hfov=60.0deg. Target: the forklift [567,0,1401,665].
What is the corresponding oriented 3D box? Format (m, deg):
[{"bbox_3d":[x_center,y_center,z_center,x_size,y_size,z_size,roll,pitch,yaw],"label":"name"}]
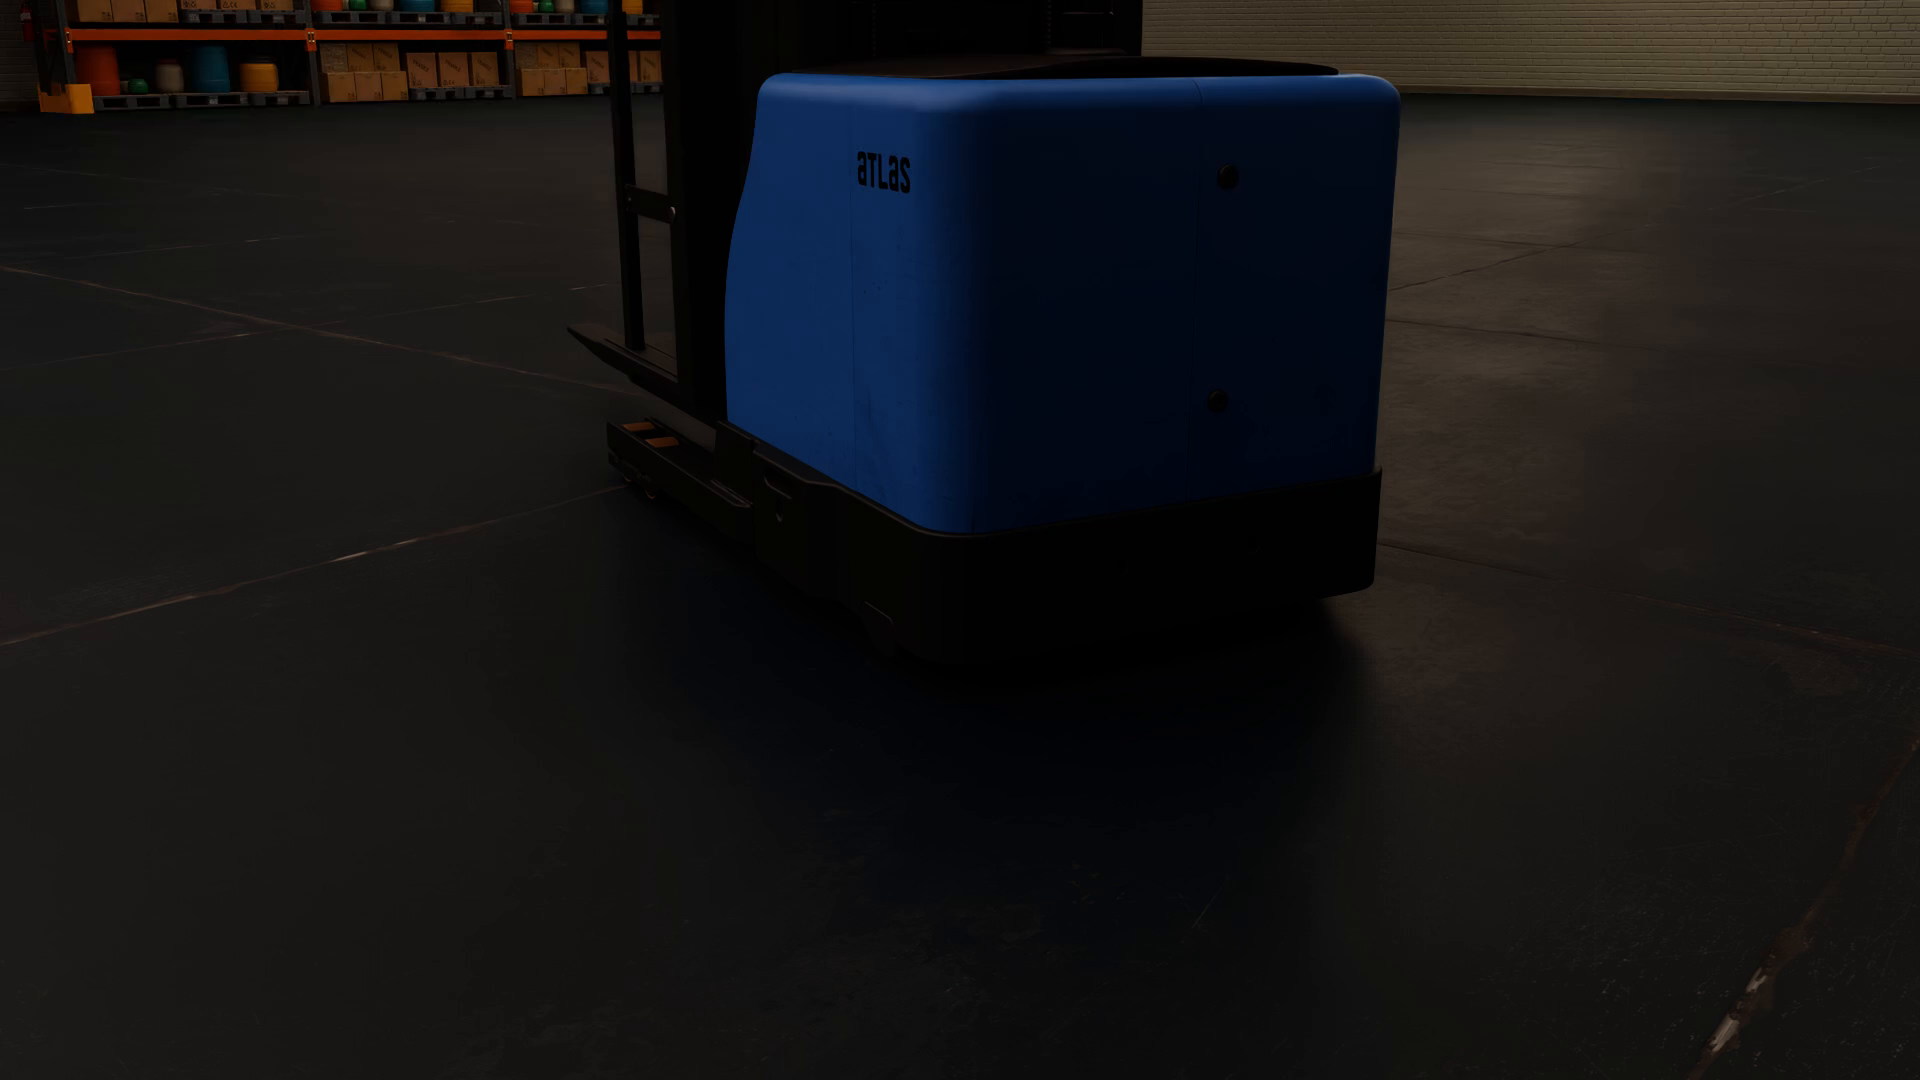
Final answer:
[{"bbox_3d":[-0.288,-1.559,4.031,1.130,2.935,3.031,-9,19,-27],"label":"forklift"}]
